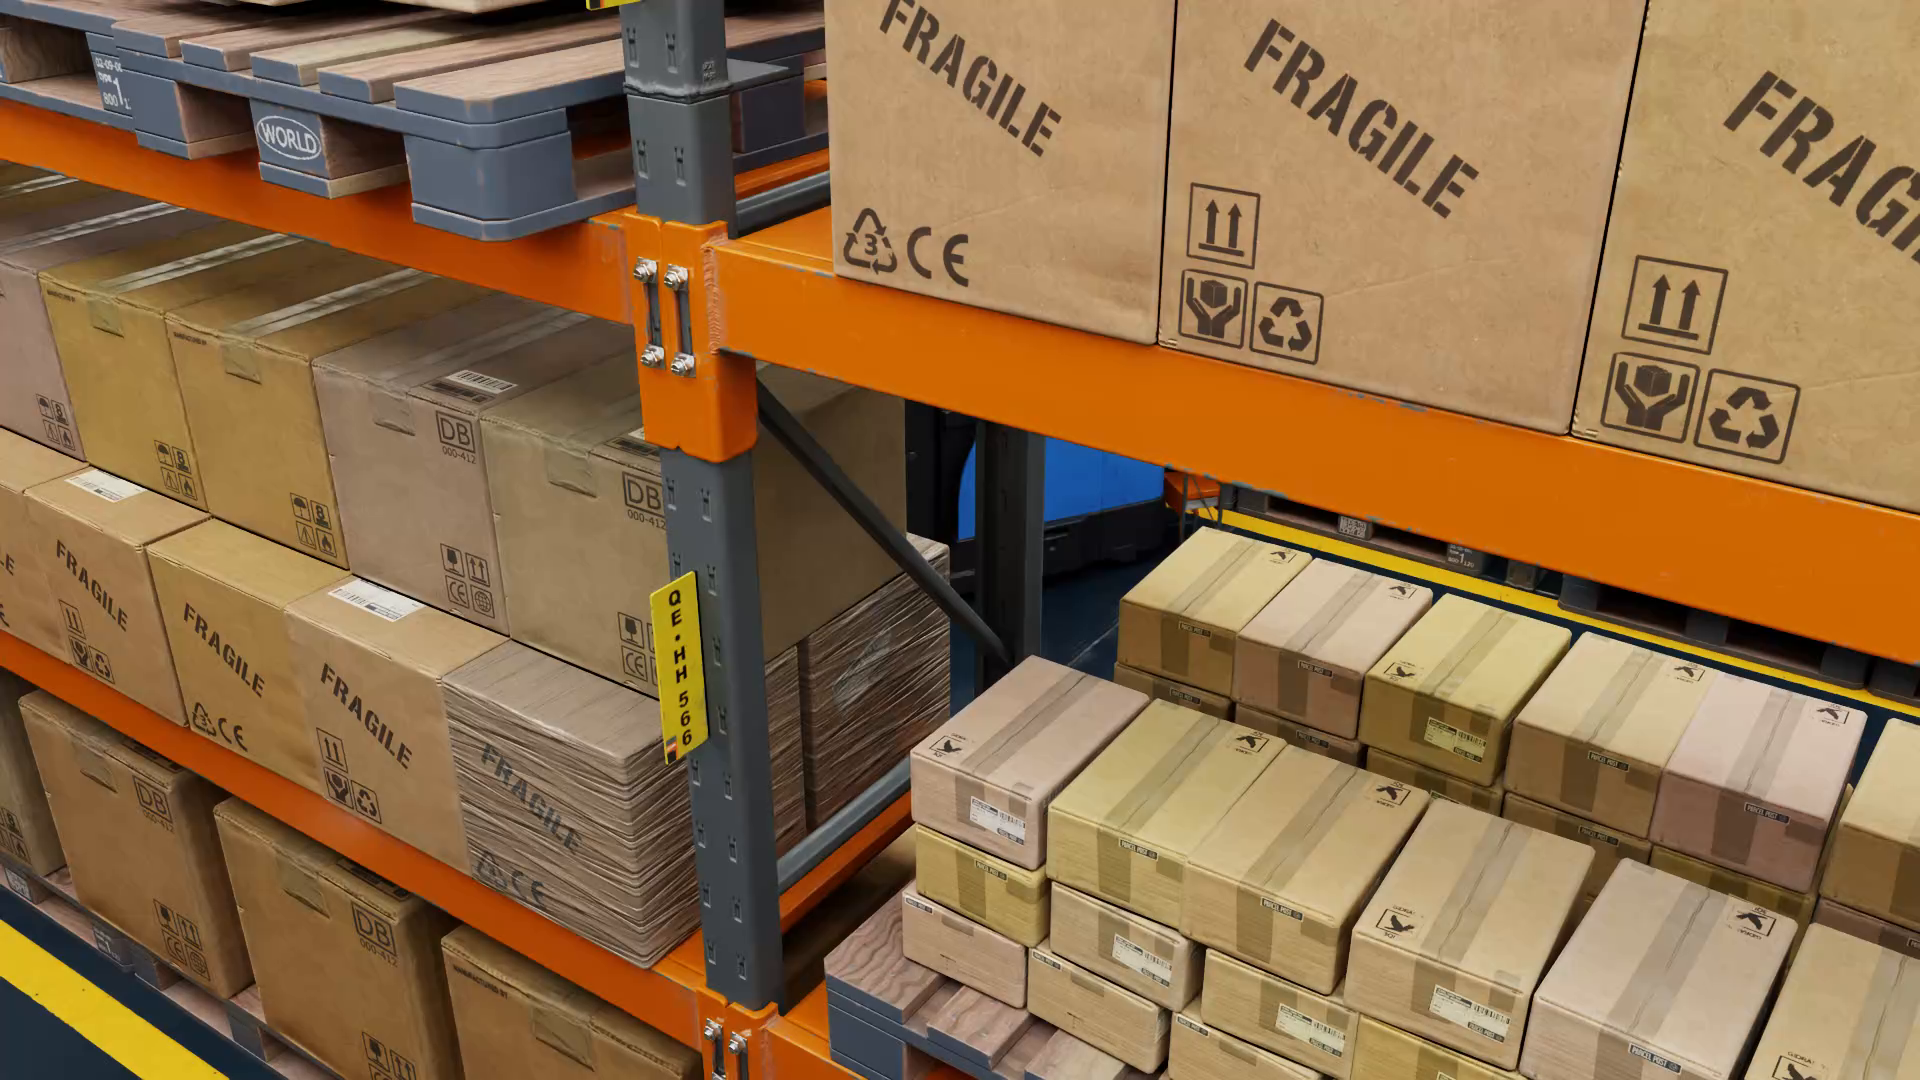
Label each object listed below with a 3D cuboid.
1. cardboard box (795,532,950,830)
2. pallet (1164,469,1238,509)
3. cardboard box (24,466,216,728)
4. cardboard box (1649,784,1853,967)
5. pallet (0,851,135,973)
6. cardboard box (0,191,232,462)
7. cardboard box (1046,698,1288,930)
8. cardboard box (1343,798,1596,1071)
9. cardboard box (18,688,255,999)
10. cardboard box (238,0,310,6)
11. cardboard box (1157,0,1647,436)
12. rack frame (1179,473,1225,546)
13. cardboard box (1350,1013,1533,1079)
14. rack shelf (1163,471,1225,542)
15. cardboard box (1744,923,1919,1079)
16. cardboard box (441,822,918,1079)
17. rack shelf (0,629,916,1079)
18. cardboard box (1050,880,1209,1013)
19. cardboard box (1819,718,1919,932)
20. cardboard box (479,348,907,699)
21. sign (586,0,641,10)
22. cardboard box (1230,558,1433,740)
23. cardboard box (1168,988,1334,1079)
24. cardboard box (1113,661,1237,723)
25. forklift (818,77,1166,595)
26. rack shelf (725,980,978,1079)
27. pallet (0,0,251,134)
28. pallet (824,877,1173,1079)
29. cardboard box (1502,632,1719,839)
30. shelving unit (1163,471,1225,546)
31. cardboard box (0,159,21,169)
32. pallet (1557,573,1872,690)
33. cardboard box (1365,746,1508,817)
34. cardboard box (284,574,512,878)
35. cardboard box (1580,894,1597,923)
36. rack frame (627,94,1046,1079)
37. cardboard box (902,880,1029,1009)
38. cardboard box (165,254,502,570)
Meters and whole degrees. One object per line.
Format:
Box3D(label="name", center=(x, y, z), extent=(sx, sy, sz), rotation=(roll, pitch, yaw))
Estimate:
Box3D(label="cardboard box", center=(-0.368, 0.261, 3.820), extent=(0.500, 0.500, 0.500), rotation=(18, 32, 31))
Box3D(label="pallet", center=(1.096, -0.579, 8.654), extent=(1.213, 0.211, 1.003), rotation=(17, 32, 30))
Box3D(label="cardboard box", center=(-1.921, 0.075, 4.186), extent=(0.500, 0.500, 0.500), rotation=(18, 32, 31))
Box3D(label="cardboard box", center=(1.364, 0.534, 2.879), extent=(0.250, 0.149, 0.380), rotation=(17, 32, 30))
Box3D(label="pallet", center=(-2.769, 0.907, 5.734), extent=(1.213, 0.211, 1.003), rotation=(17, 32, 30))
Box3D(label="cardboard box", center=(-2.194, -0.609, 4.427), extent=(0.500, 0.500, 0.700), rotation=(18, 32, 31))
Box3D(label="cardboard box", center=(0.344, 0.440, 2.735), extent=(0.250, 0.149, 0.380), rotation=(16, 31, 29))
Box3D(label="cardboard box", center=(0.761, 0.573, 2.474), extent=(0.250, 0.149, 0.380), rotation=(16, 31, 28))
Box3D(label="cardboard box", center=(-2.092, 0.685, 5.114), extent=(0.750, 0.750, 1.050), rotation=(17, 32, 30))
Box3D(label="cardboard box", center=(-1.182, -1.163, 2.947), extent=(0.500, 0.311, 0.500), rotation=(17, 32, 30))
Box3D(label="cardboard box", center=(0.586, -0.488, 1.984), extent=(0.500, 0.500, 0.500), rotation=(17, 32, 30))
Box3D(label="rack frame", center=(1.085, -0.372, 7.323), extent=(0.200, 1.050, 0.008), rotation=(-8, 28, -16))
Box3D(label="cardboard box", center=(0.789, 0.714, 2.526), extent=(0.250, 0.149, 0.380), rotation=(17, 32, 31))
Box3D(label="rack shelf", center=(1.047, -0.167, 7.557), extent=(0.215, 0.259, 0.240), rotation=(-8, 28, -16))
Box3D(label="cardboard box", center=(1.205, 0.709, 2.207), extent=(0.250, 0.149, 0.380), rotation=(18, 32, 32))
Box3D(label="cardboard box", center=(-0.601, 1.147, 4.206), extent=(0.750, 0.750, 1.050), rotation=(17, 31, 30))
Box3D(label="rack shelf", center=(-1.799, 0.329, 4.590), extent=(4.000, 0.370, 1.077), rotation=(17, 32, 30))
Box3D(label="cardboard box", center=(0.359, 0.582, 2.785), extent=(0.250, 0.149, 0.380), rotation=(19, 33, 33))
Box3D(label="cardboard box", center=(1.578, 0.469, 2.680), extent=(0.250, 0.149, 0.380), rotation=(19, 33, 33))
Box3D(label="cardboard box", center=(-0.515, -0.087, 3.402), extent=(0.500, 0.500, 0.700), rotation=(17, 32, 30))
Box3D(label="sign", center=(-0.471, -0.875, 2.199), extent=(0.005, 0.325, 0.100), rotation=(17, 32, 30))
Box3D(label="cardboard box", center=(0.719, 0.201, 3.206), extent=(0.250, 0.149, 0.380), rotation=(17, 31, 30))
Box3D(label="cardboard box", center=(0.548, 0.775, 2.734), extent=(0.250, 0.149, 0.380), rotation=(19, 33, 33))
Box3D(label="cardboard box", center=(0.515, 0.271, 3.397), extent=(0.250, 0.149, 0.380), rotation=(18, 32, 31))
Box3D(label="forklift", center=(-0.631, -1.155, 6.787), extent=(3.031, 2.935, 1.130), rotation=(-12, 29, -22))
Box3D(label="rack shelf", center=(1.498, 1.356, 2.572), extent=(4.000, 0.370, 1.077), rotation=(17, 32, 30))
Box3D(label="pallet", center=(-1.635, -1.163, 3.628), extent=(1.213, 0.211, 1.003), rotation=(19, 33, 33))
Box3D(label="pallet", center=(0.497, 0.750, 3.180), extent=(1.003, 0.211, 1.213), rotation=(17, 32, 30))
Box3D(label="cardboard box", center=(1.157, 0.336, 2.941), extent=(0.250, 0.149, 0.380), rotation=(18, 32, 32))
Box3D(label="shelving unit", center=(1.048, -0.425, 7.426), extent=(0.215, 1.050, 0.252), rotation=(-8, 28, -16))
Box3D(label="cardboard box", center=(-3.035, -0.870, 4.940), extent=(0.500, 0.500, 0.700), rotation=(17, 31, 29))
Box3D(label="pallet", center=(3.348, 0.167, 7.190), extent=(1.213, 0.211, 1.003), rotation=(17, 32, 30))
Box3D(label="cardboard box", center=(0.954, 0.405, 3.133), extent=(0.250, 0.149, 0.380), rotation=(18, 32, 31))
Box3D(label="cardboard box", center=(-1.084, 0.333, 3.678), extent=(0.500, 0.500, 0.500), rotation=(17, 32, 30))
Box3D(label="cardboard box", center=(1.136, 0.597, 3.084), extent=(0.250, 0.149, 0.380), rotation=(17, 31, 30))
Box3D(label="rack frame", center=(-0.150, 0.522, 3.418), extent=(0.127, 3.000, 1.000), rotation=(17, 32, 30))
Box3D(label="cardboard box", center=(0.104, 0.637, 3.005), extent=(0.250, 0.149, 0.380), rotation=(17, 31, 30))
Box3D(label="cardboard box", center=(-1.357, -0.348, 3.914), extent=(0.500, 0.500, 0.700), rotation=(17, 31, 30))
